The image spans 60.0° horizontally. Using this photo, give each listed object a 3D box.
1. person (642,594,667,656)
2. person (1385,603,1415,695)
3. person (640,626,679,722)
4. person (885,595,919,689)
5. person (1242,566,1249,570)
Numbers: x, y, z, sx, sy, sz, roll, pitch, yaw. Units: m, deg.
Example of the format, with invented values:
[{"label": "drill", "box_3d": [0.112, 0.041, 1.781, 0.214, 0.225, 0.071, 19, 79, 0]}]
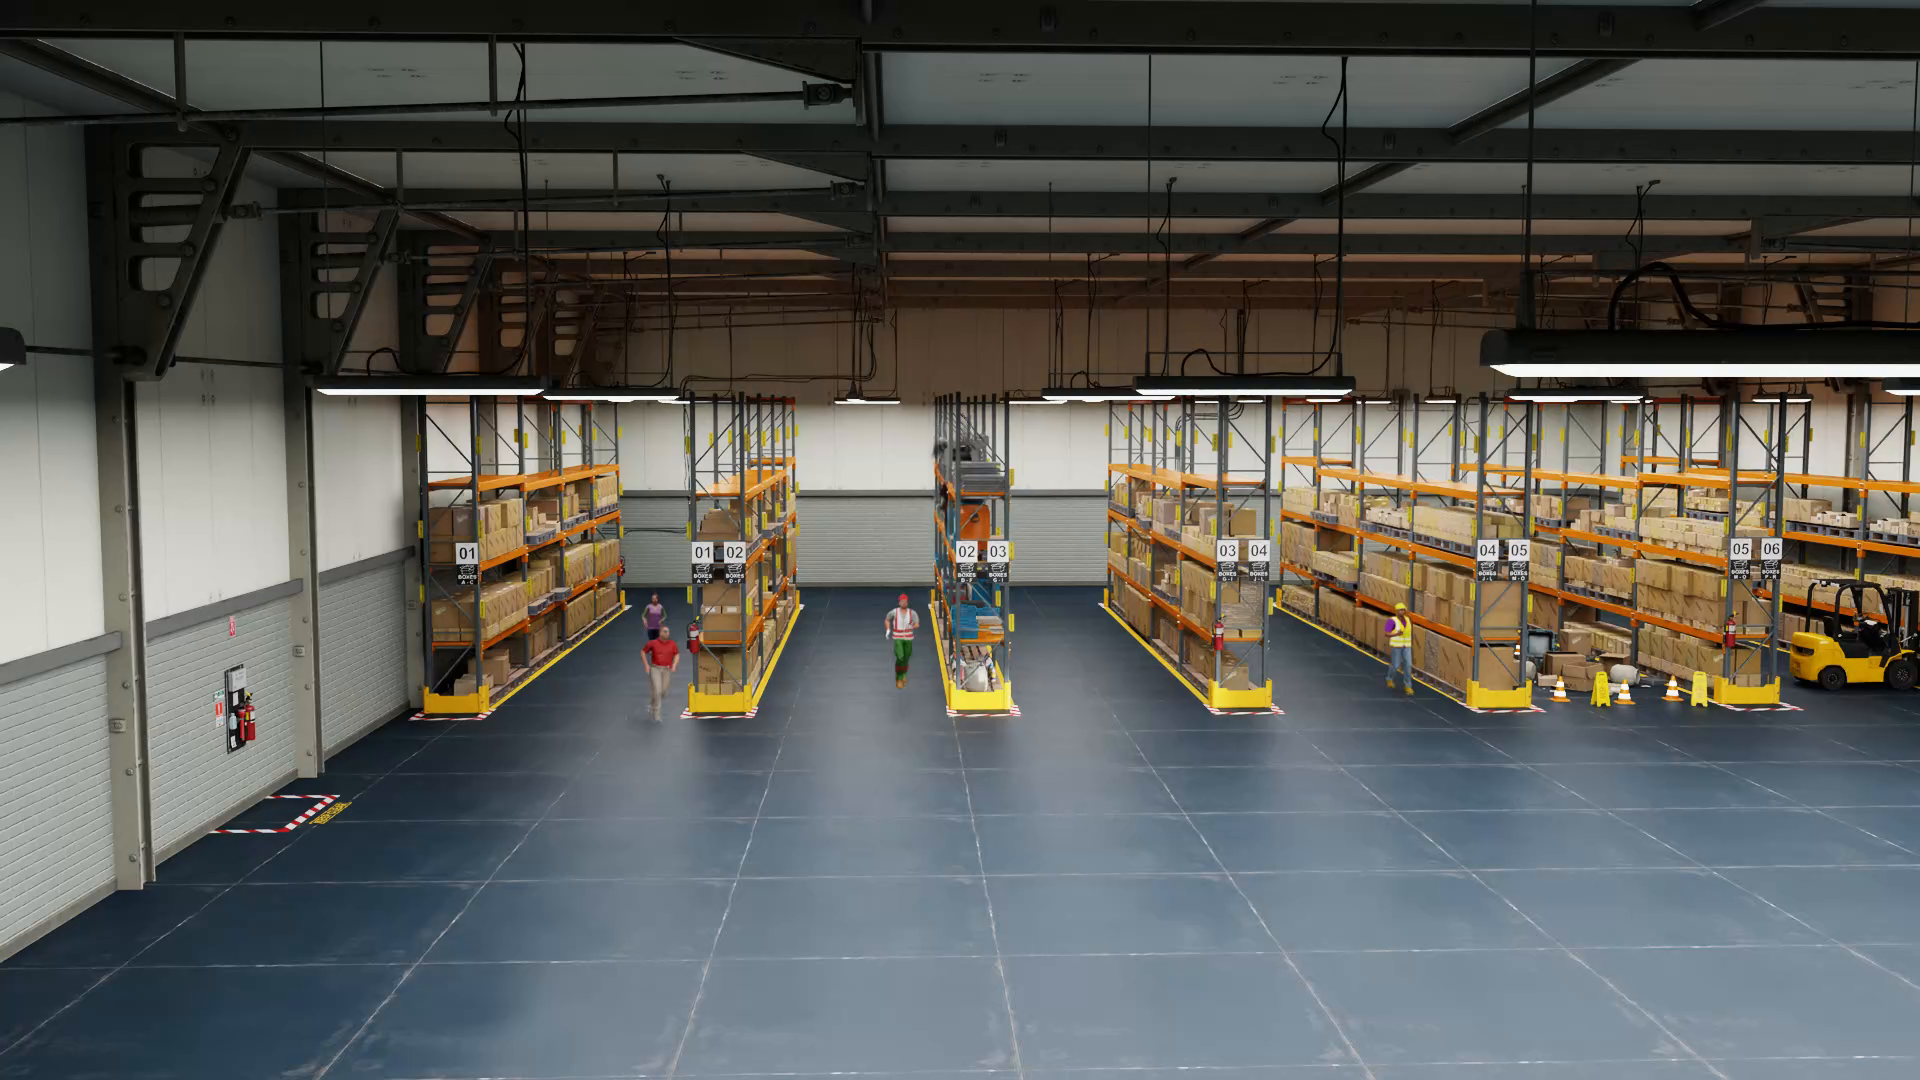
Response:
[{"label": "person", "box_3d": [-6.816, 1.983, 37.126, 0.549, 1.539, 0.556, -1, 5, -17]}, {"label": "person", "box_3d": [8.813, 2.148, 33.261, 0.694, 1.781, 0.887, -1, 5, -12]}, {"label": "person", "box_3d": [-5.496, 2.441, 30.601, 0.701, 1.710, 0.735, -3, 5, -31]}, {"label": "person", "box_3d": [-1.114, 1.978, 32.481, 0.645, 1.825, 0.727, -1, 5, -13]}, {"label": "person", "box_3d": [7.926, 1.247, 45.834, 0.558, 1.619, 0.558, 0, 5, -1]}]
